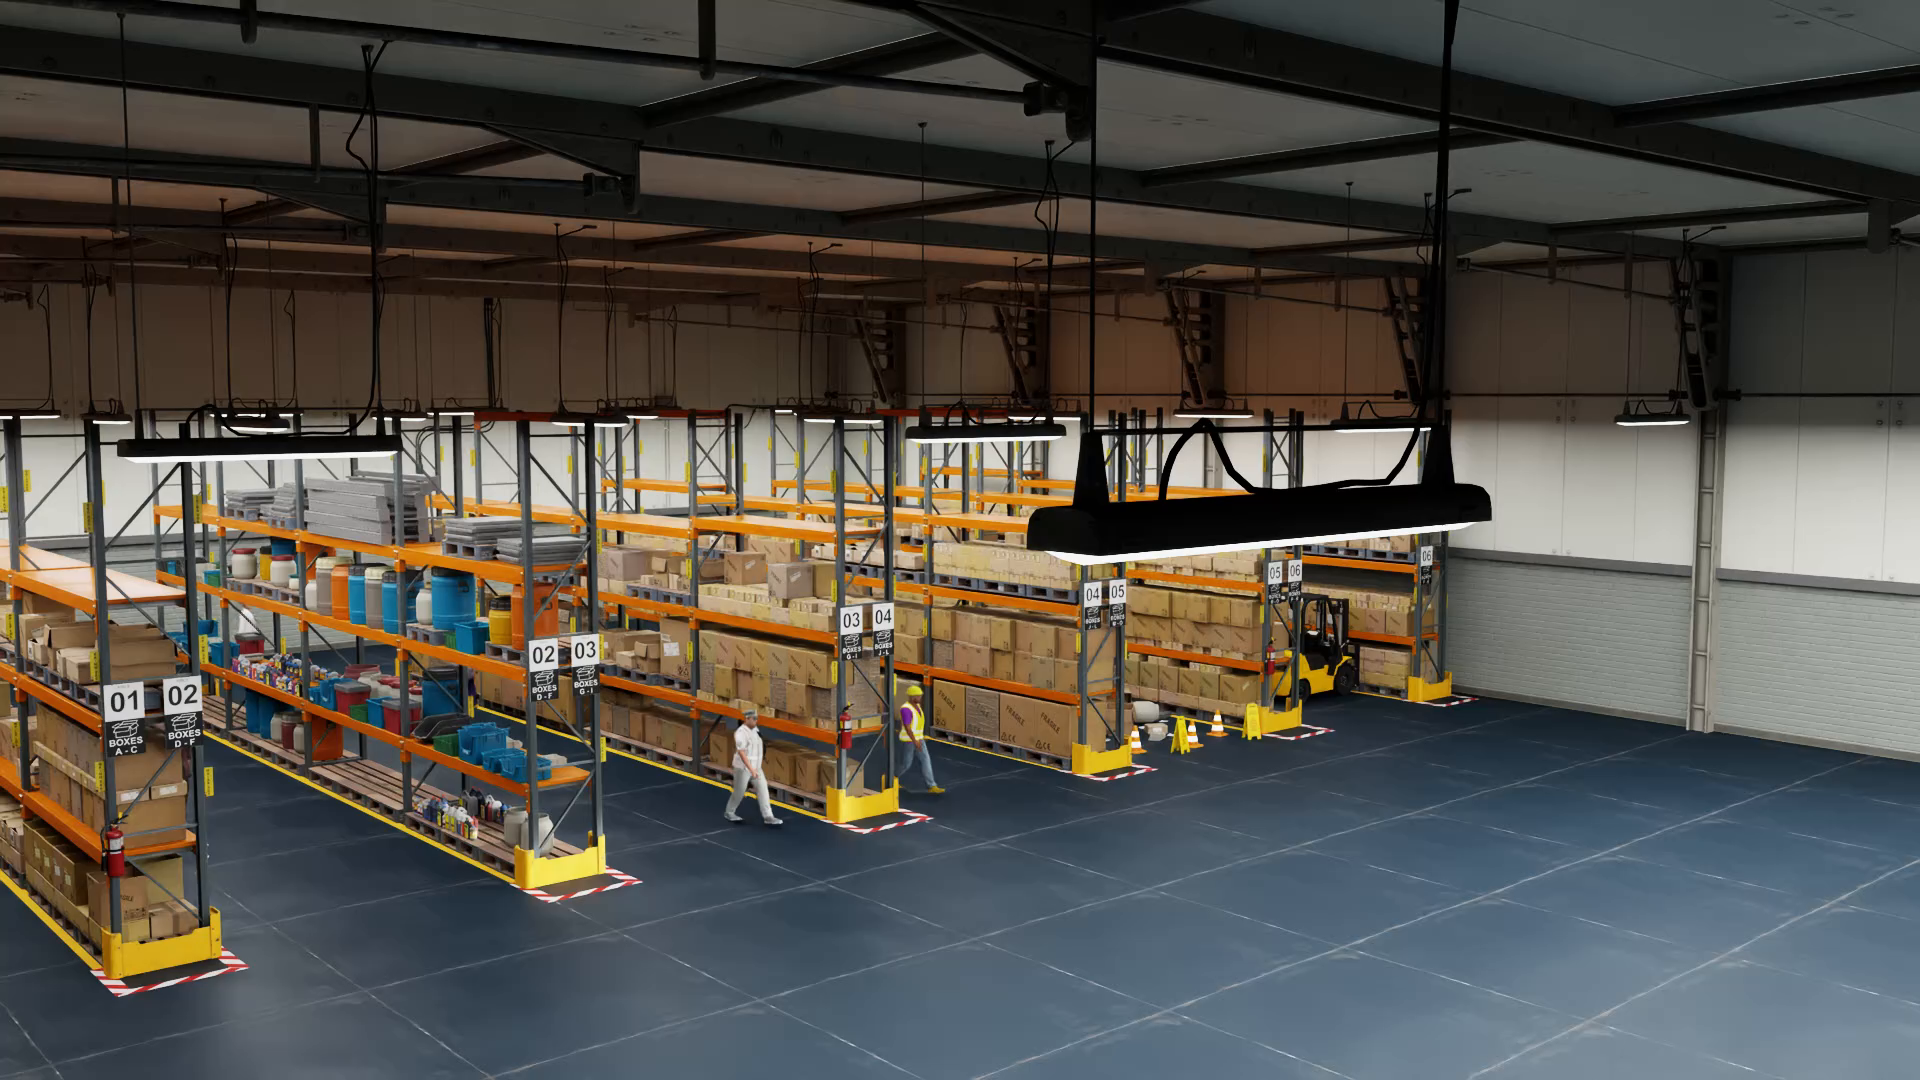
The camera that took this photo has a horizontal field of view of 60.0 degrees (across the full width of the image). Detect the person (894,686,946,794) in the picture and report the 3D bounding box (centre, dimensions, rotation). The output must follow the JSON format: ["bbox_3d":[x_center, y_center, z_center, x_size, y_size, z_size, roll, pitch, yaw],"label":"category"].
[{"bbox_3d":[-0.685,3.163,26.387,1.050,1.700,0.574,3,6,32],"label":"person"}]

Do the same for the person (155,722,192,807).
[{"bbox_3d":[-11.610,3.329,24.527,0.741,1.811,0.671,3,6,35],"label":"person"}]

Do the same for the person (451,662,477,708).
[{"bbox_3d":[-9.476,2.764,31.612,0.543,1.618,0.572,4,6,38],"label":"person"}]

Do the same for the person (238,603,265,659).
[{"bbox_3d":[-16.001,2.177,37.413,1.145,1.733,0.598,-2,6,-26],"label":"person"}]

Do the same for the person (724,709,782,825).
[{"bbox_3d":[-3.042,3.318,24.439,1.029,1.693,0.546,3,6,34],"label":"person"}]
